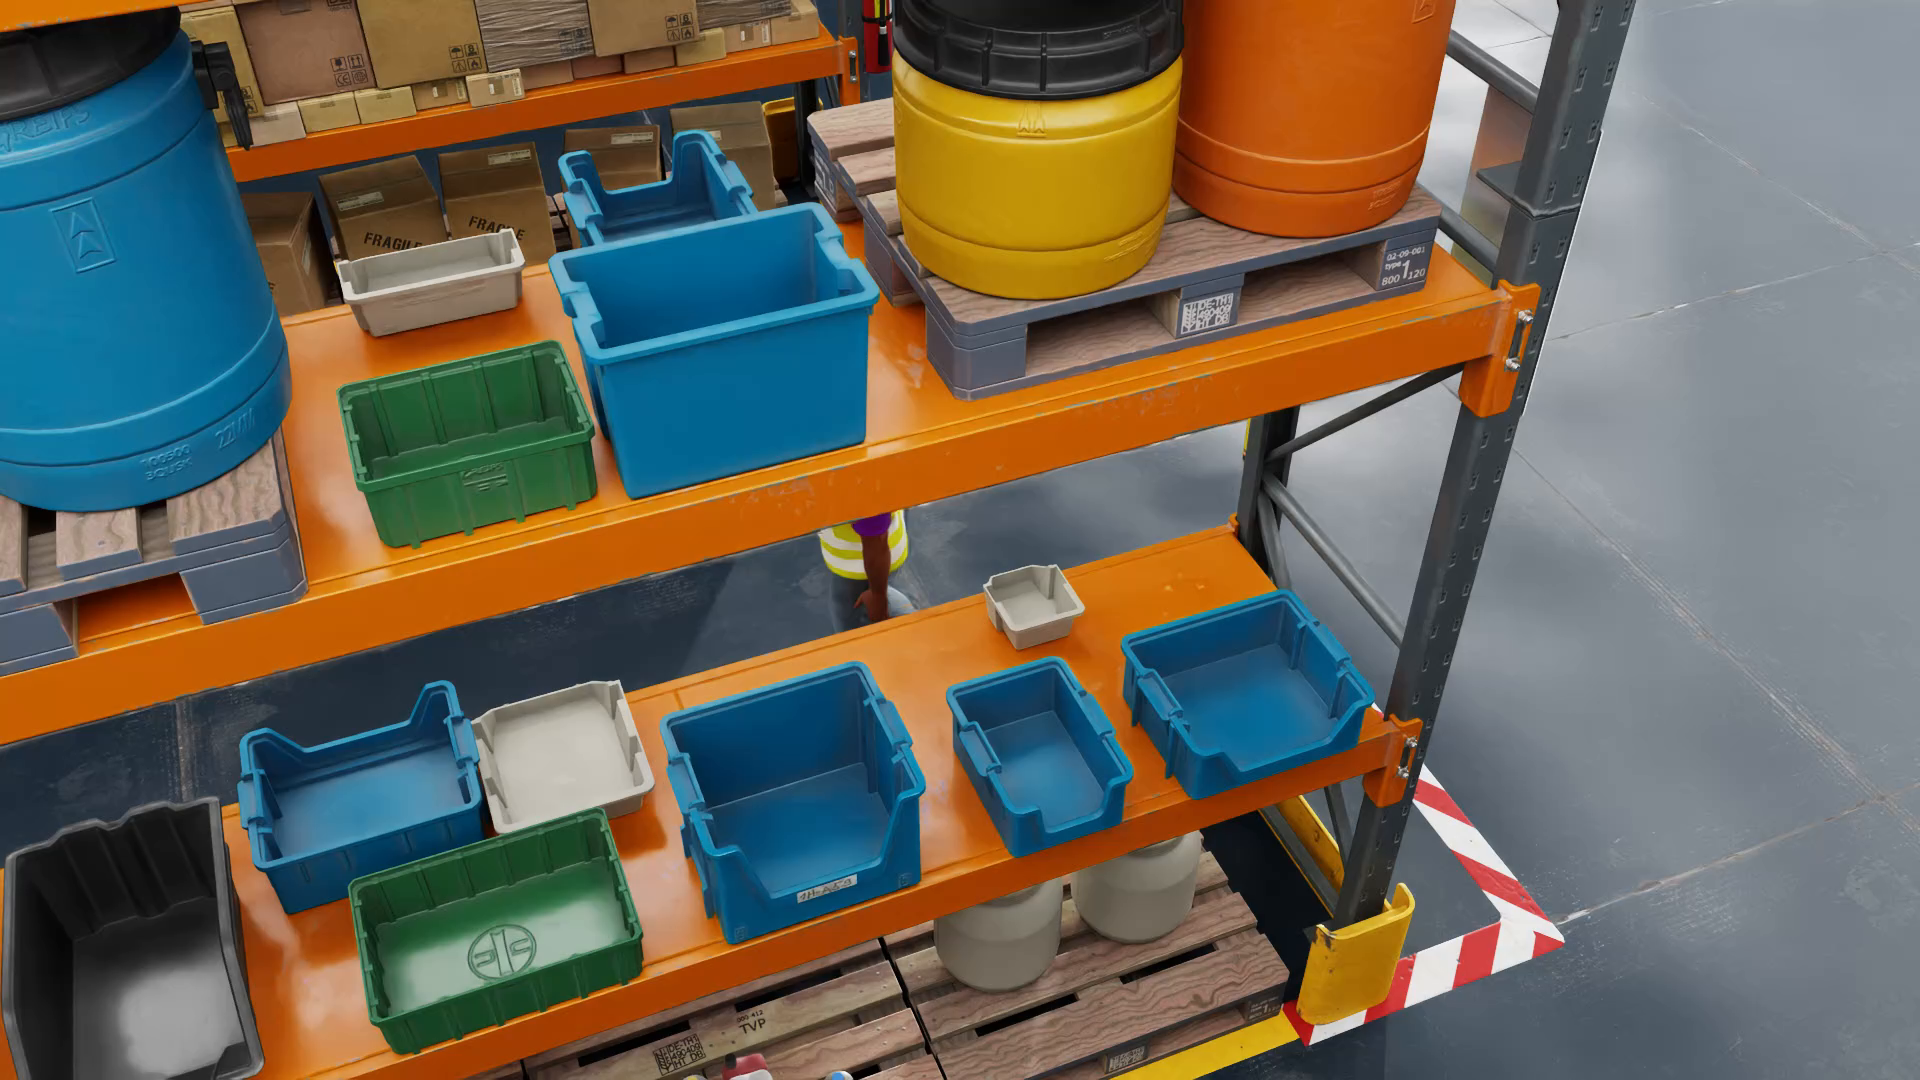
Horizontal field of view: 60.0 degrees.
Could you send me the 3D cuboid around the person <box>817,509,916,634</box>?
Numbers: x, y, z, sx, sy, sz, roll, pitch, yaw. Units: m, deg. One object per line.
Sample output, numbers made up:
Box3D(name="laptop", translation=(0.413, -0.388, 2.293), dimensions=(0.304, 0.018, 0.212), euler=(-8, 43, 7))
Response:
Box3D(name="person", translation=(-0.302, 0.006, 6.135), dimensions=(0.581, 1.756, 0.610), euler=(-3, 42, -4))
